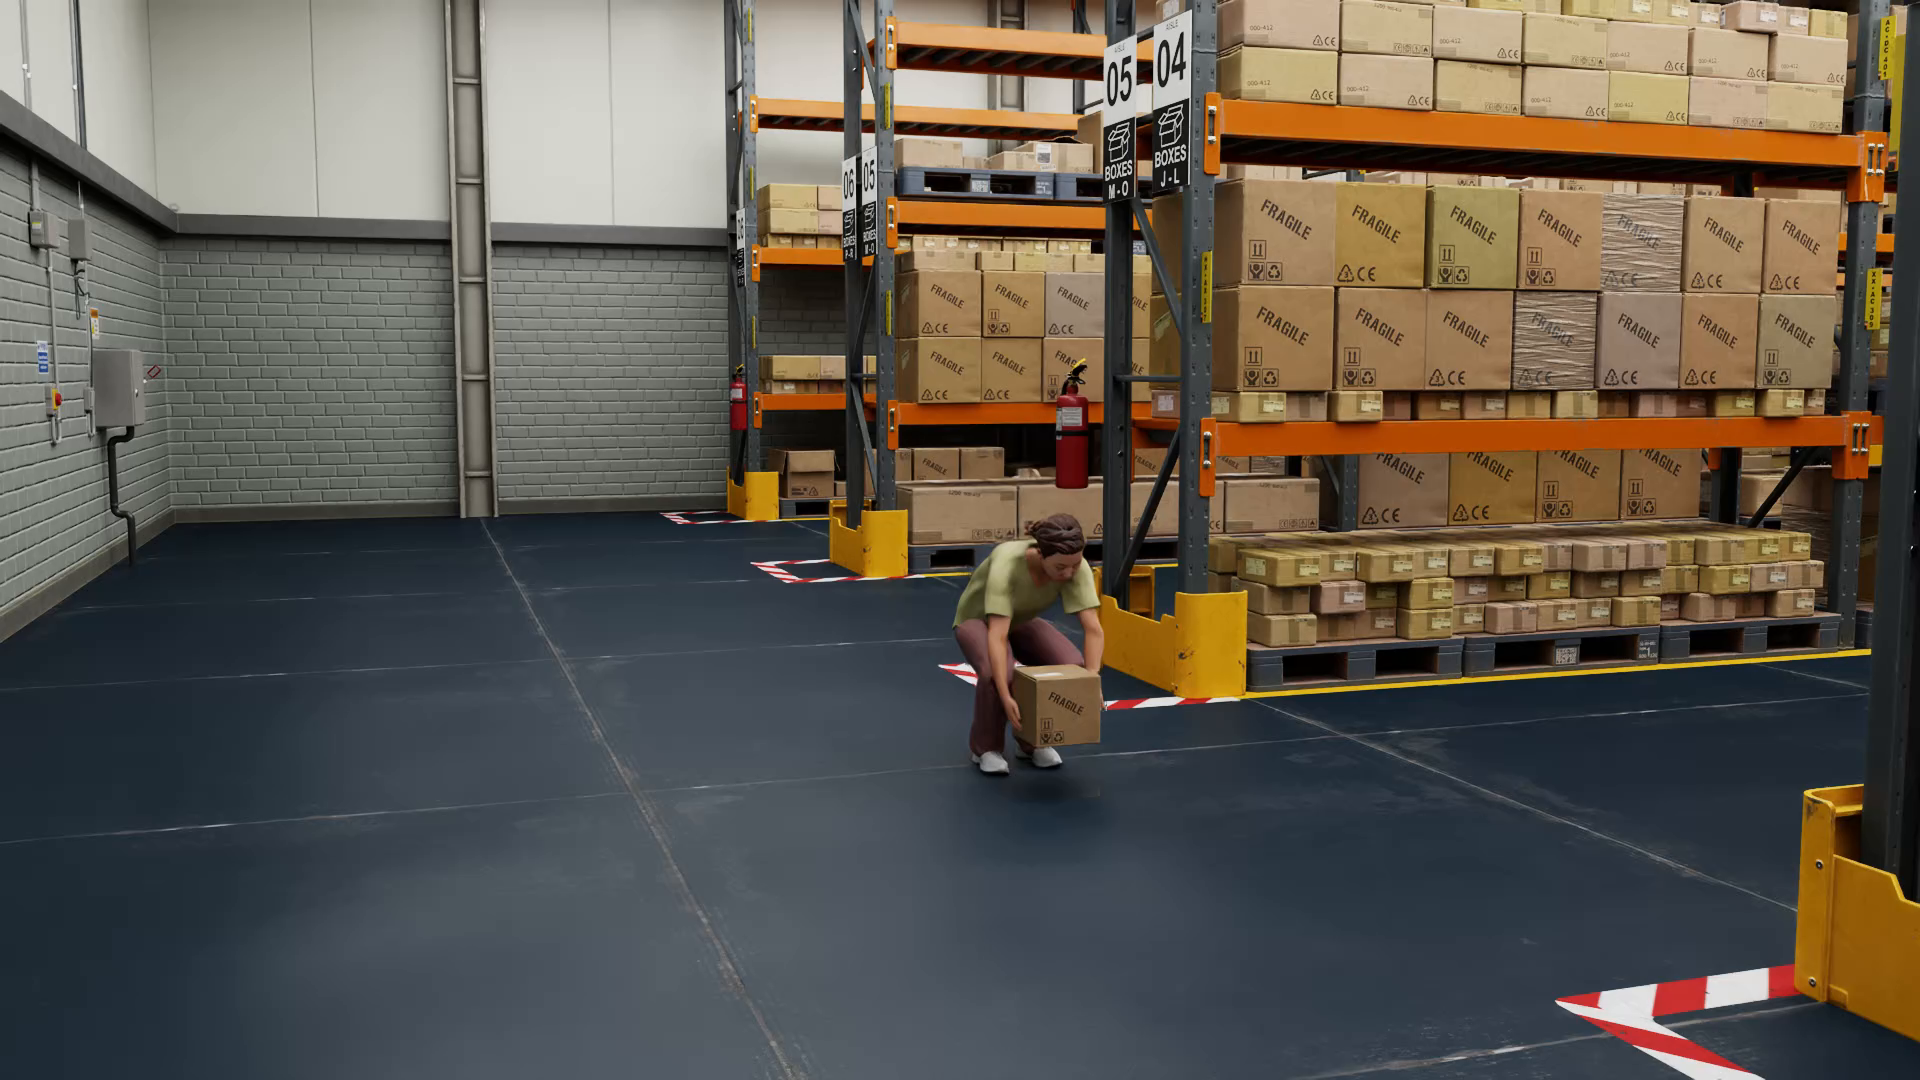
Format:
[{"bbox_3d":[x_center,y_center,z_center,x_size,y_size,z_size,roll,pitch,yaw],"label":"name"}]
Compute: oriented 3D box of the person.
[{"bbox_3d":[0.267,0.385,6.463,0.490,1.028,0.764,-2,6,-19],"label":"person"}]
